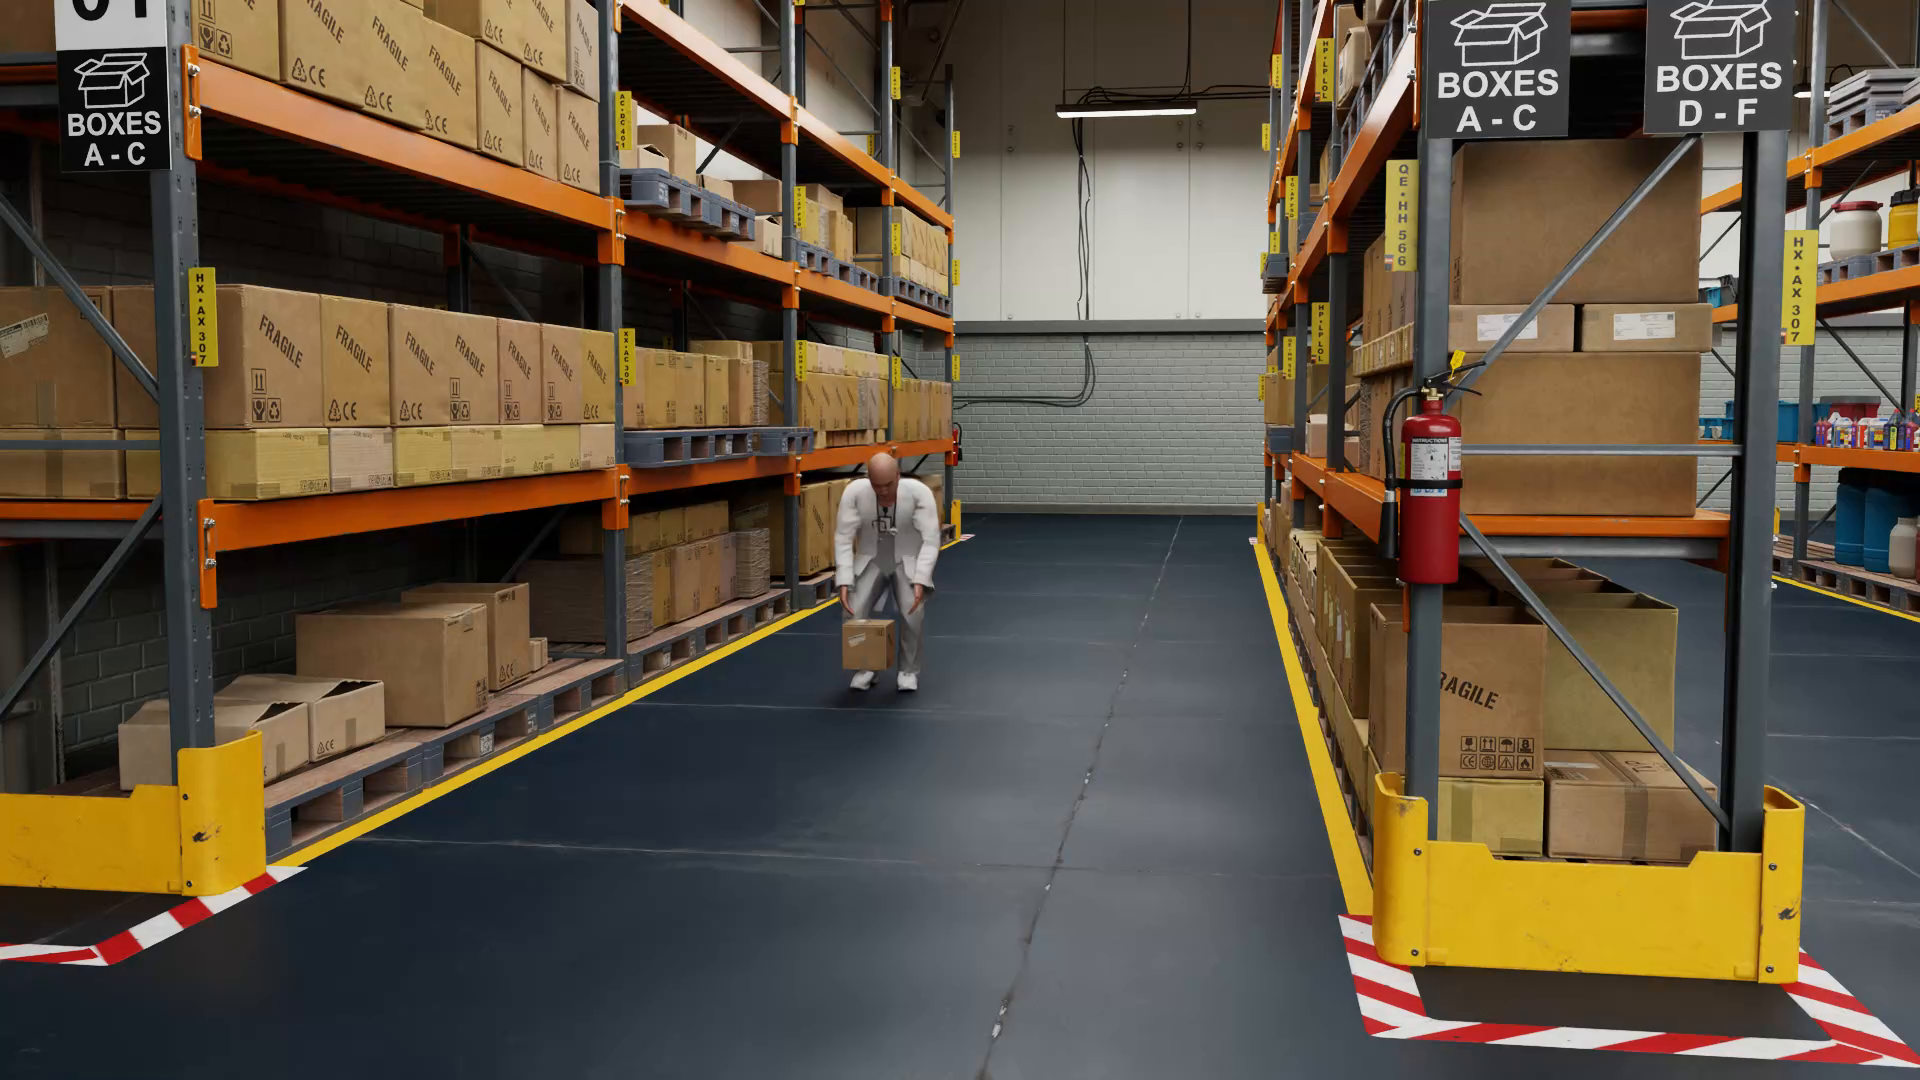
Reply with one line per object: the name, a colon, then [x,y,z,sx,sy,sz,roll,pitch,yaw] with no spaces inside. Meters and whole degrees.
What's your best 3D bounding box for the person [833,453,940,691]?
person: [-0.409,0.182,9.743,0.631,1.395,0.734,1,4,9]
